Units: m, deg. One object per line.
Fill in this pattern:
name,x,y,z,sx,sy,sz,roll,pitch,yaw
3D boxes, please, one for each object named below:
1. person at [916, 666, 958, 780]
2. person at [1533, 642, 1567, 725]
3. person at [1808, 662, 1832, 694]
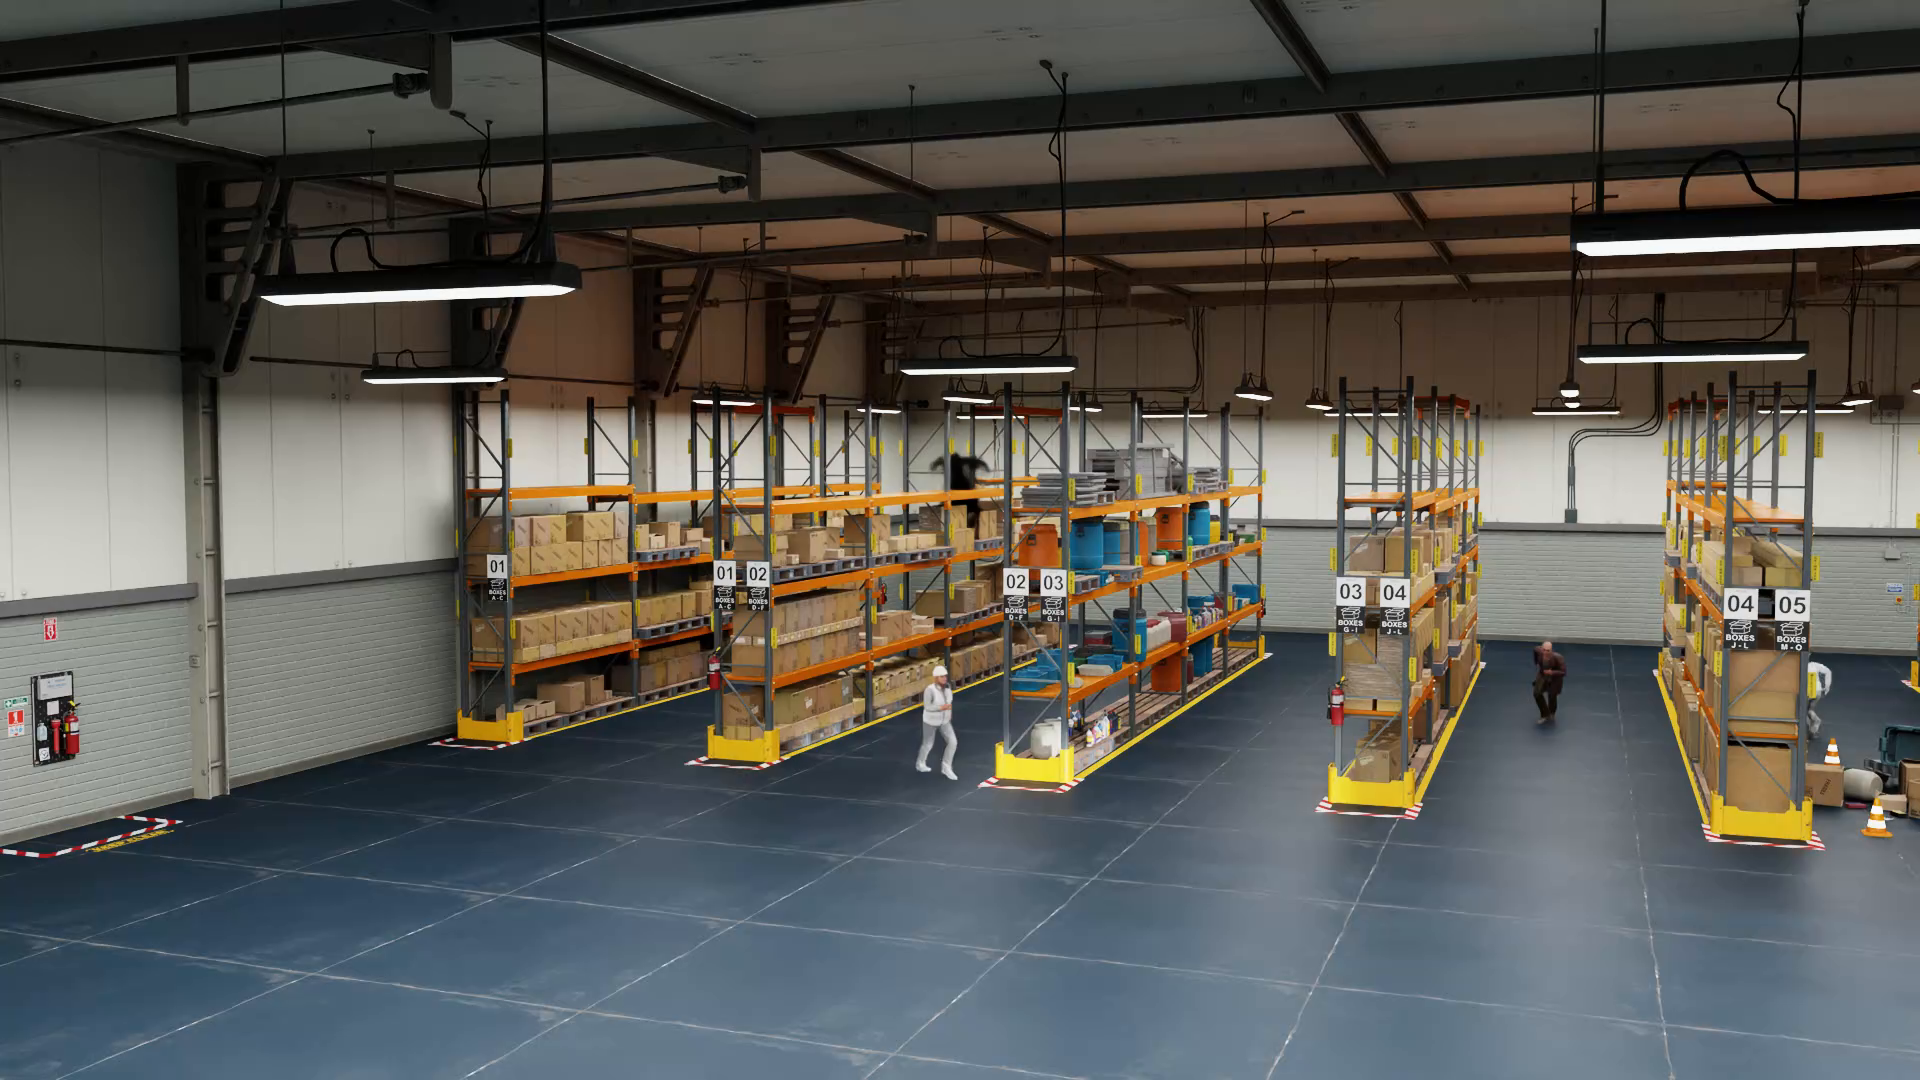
person,-0.358,2.740,25.095,0.588,1.728,0.967,-2,4,-32
person,10.749,2.585,30.270,0.699,1.565,1.235,2,4,34
person,14.765,2.383,28.903,0.646,0.562,0.616,0,3,4
